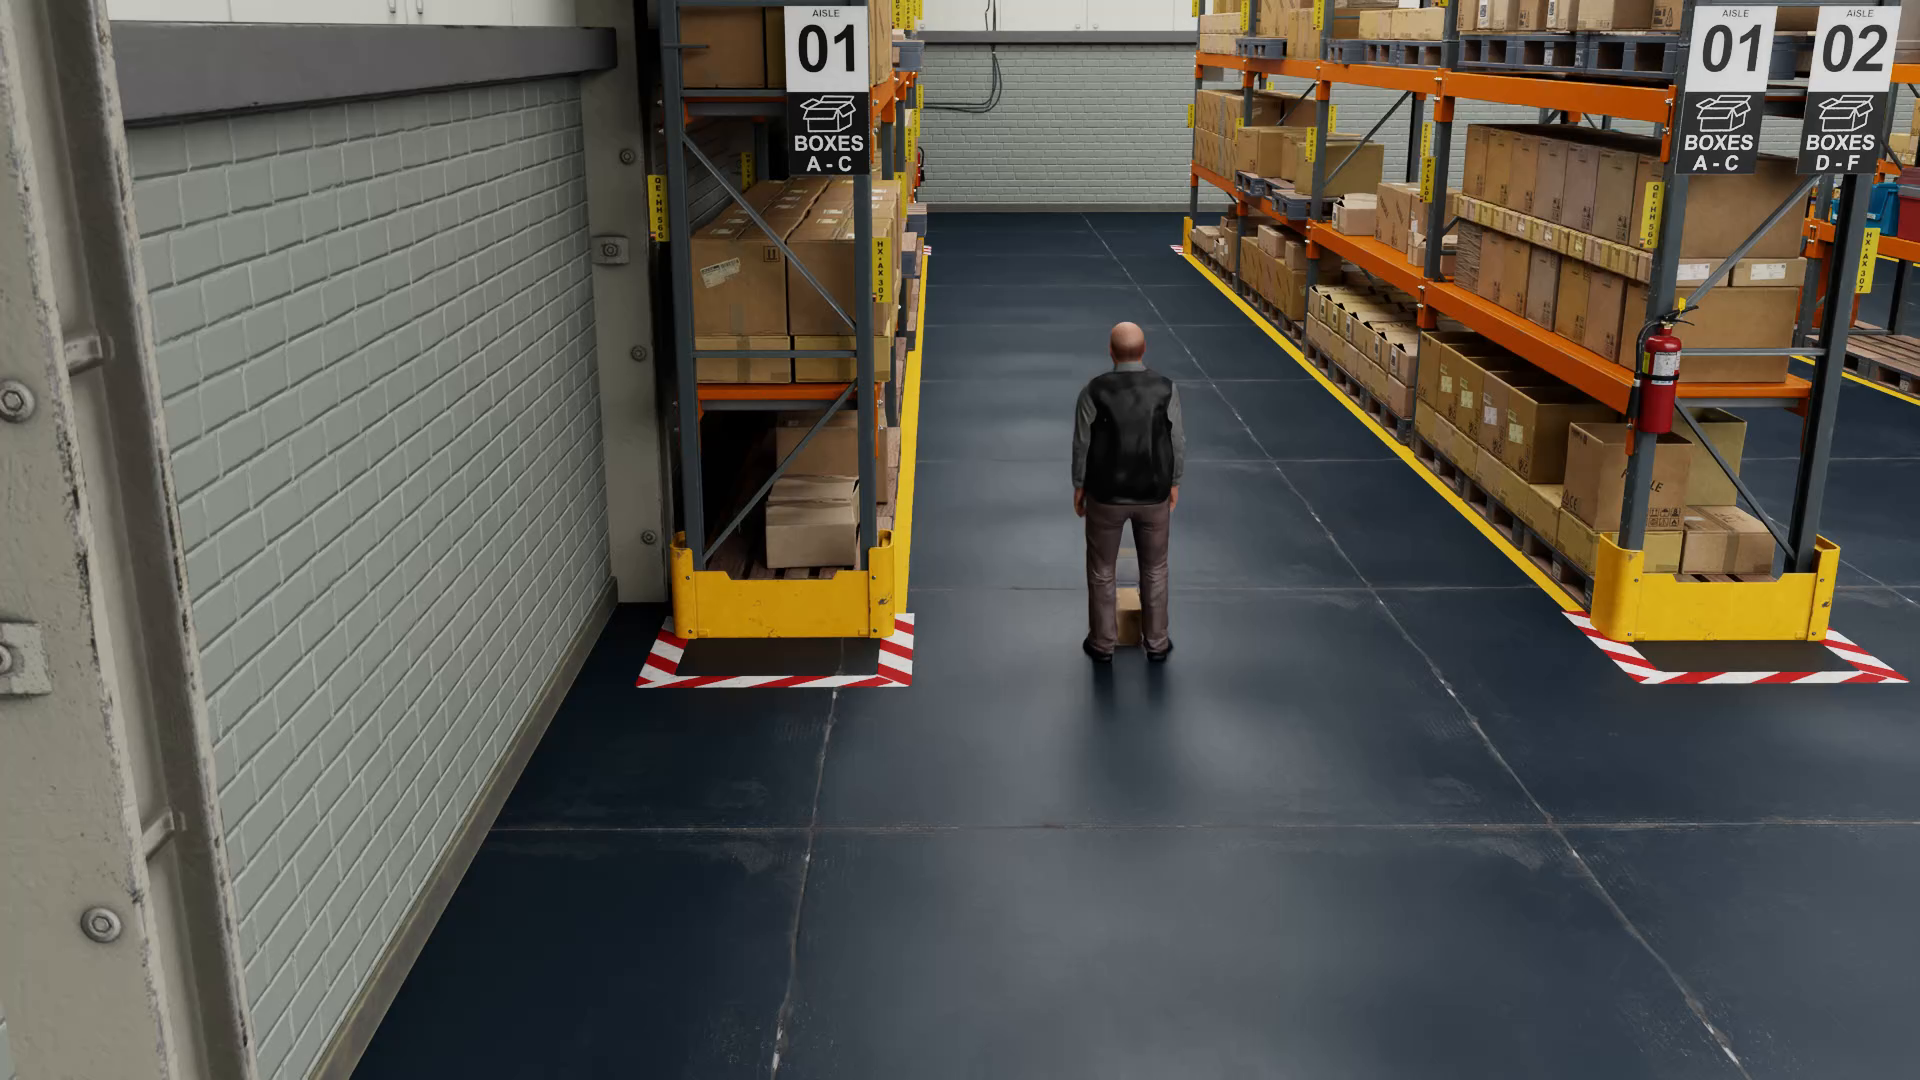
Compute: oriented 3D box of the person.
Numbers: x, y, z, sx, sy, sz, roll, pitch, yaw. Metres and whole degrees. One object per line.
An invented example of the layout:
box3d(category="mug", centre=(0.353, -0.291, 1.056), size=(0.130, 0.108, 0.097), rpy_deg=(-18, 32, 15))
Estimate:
box3d(category="person", centre=(0.835, -0.221, 8.307), size=(0.570, 1.721, 0.419), rpy_deg=(-1, 17, -3))
